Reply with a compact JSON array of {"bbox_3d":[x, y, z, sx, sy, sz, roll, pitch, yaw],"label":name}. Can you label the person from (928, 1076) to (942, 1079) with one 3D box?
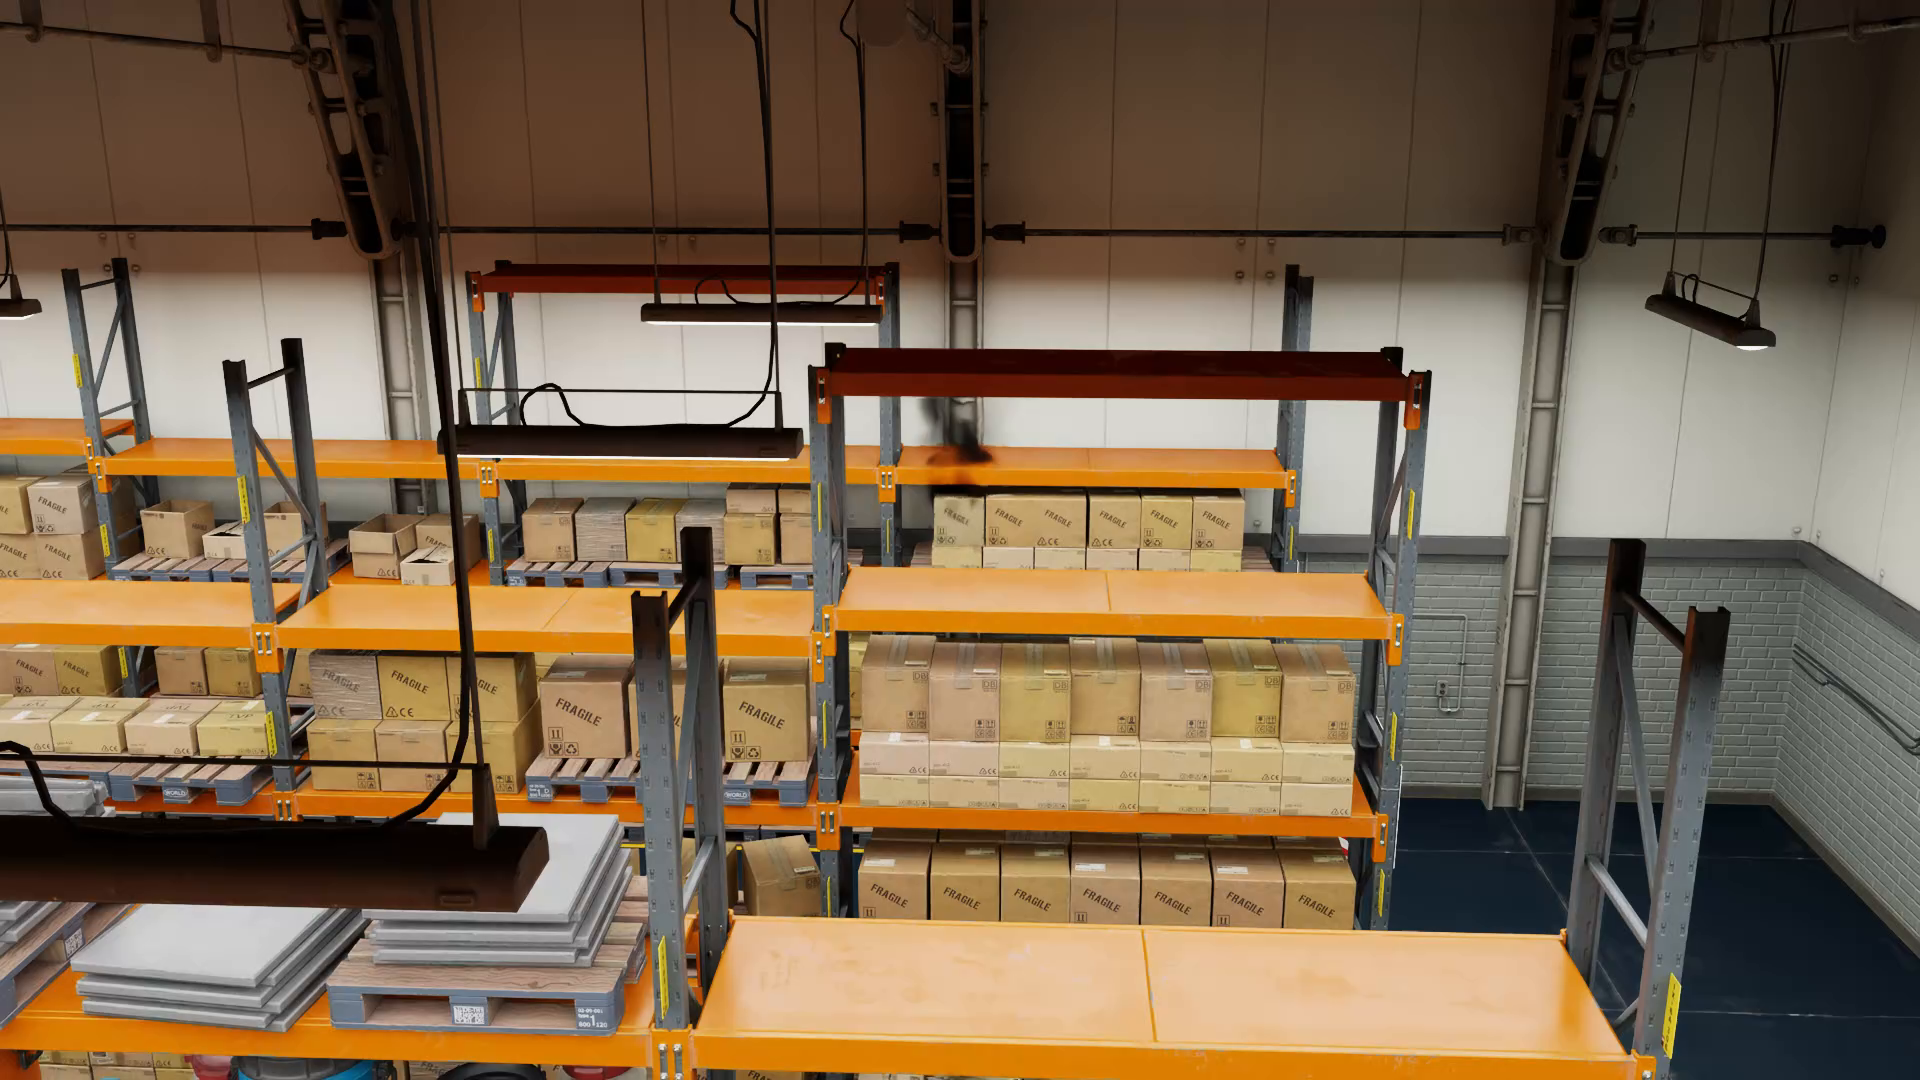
[{"bbox_3d":[-0.141,4.278,10.915,0.676,1.671,0.617,-4,17,-13],"label":"person"}]
